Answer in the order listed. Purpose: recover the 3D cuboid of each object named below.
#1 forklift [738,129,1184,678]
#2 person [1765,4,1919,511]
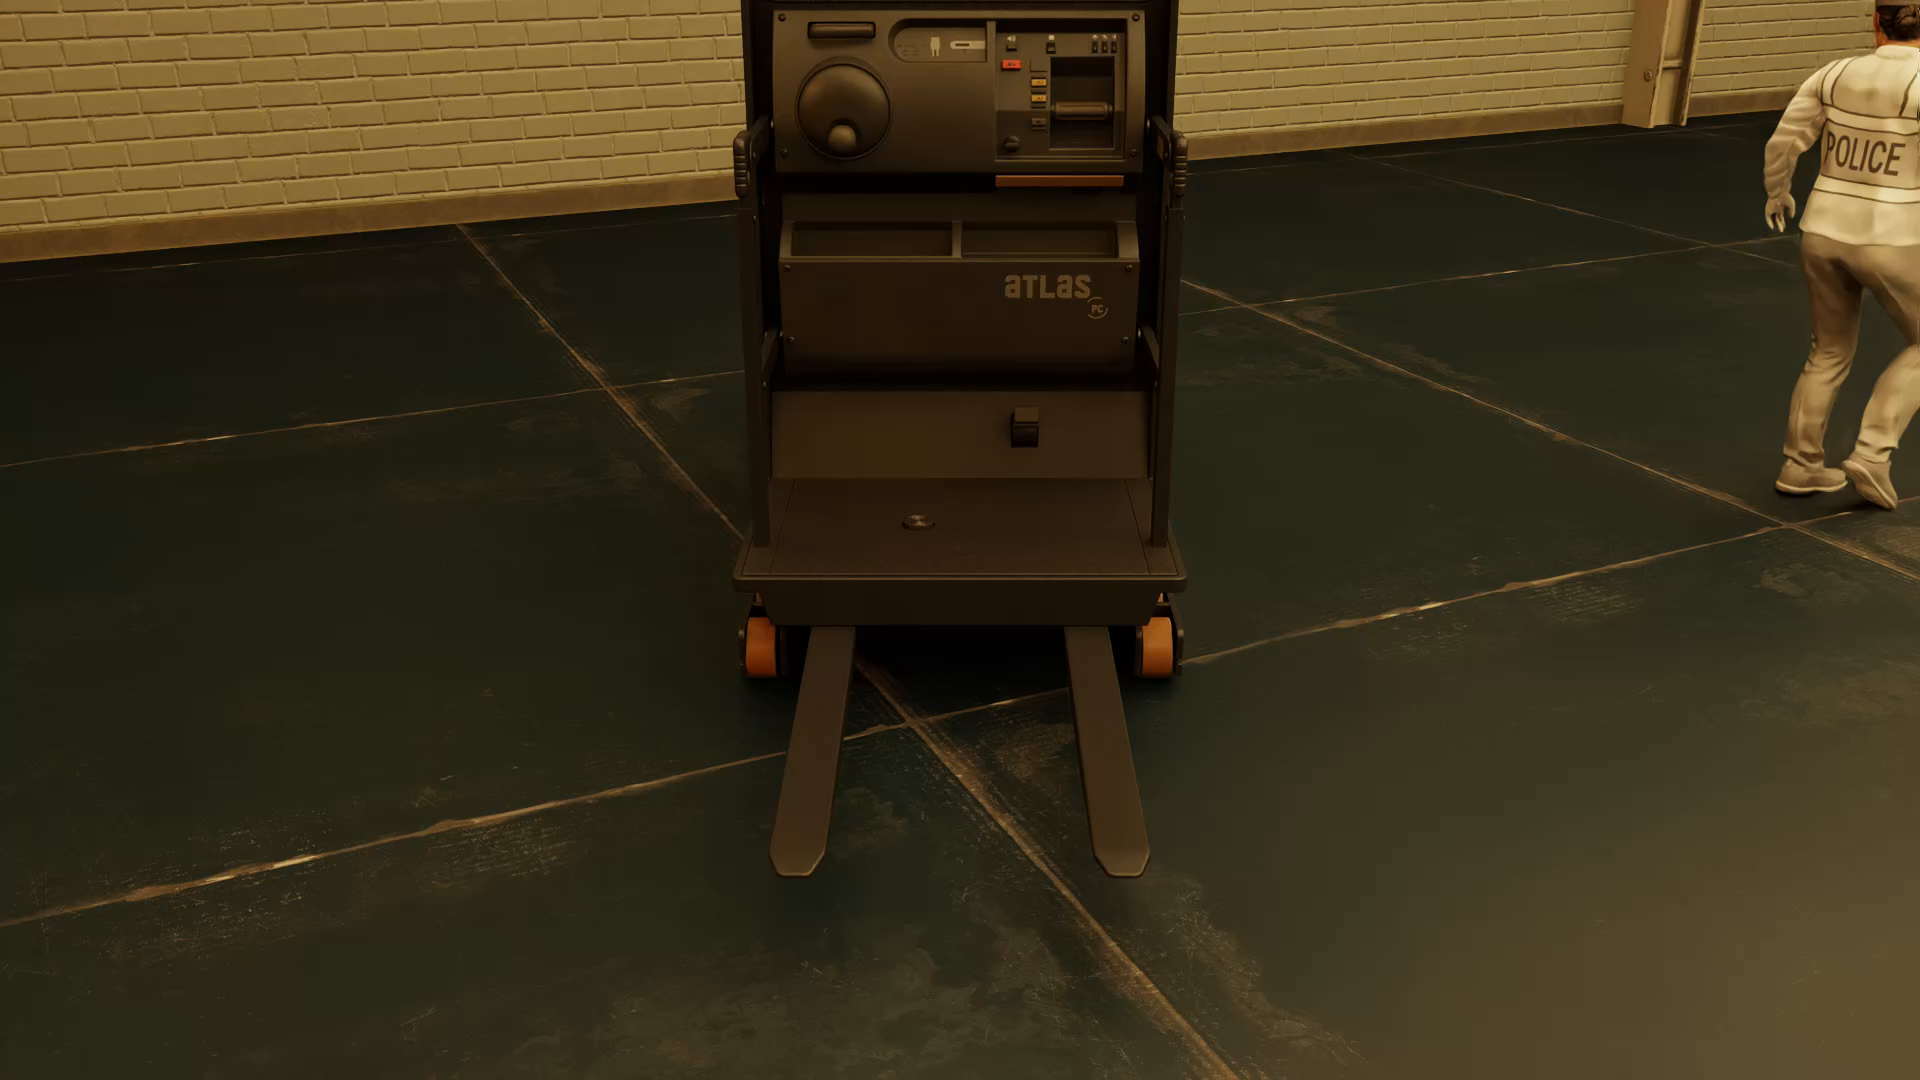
[{"bbox_3d":[0.000,-1.294,4.484,1.129,2.867,1.939,0,23,0],"label":"forklift"},{"bbox_3d":[2.824,-0.909,5.222,0.435,1.633,0.738,-12,26,-27],"label":"person"}]
